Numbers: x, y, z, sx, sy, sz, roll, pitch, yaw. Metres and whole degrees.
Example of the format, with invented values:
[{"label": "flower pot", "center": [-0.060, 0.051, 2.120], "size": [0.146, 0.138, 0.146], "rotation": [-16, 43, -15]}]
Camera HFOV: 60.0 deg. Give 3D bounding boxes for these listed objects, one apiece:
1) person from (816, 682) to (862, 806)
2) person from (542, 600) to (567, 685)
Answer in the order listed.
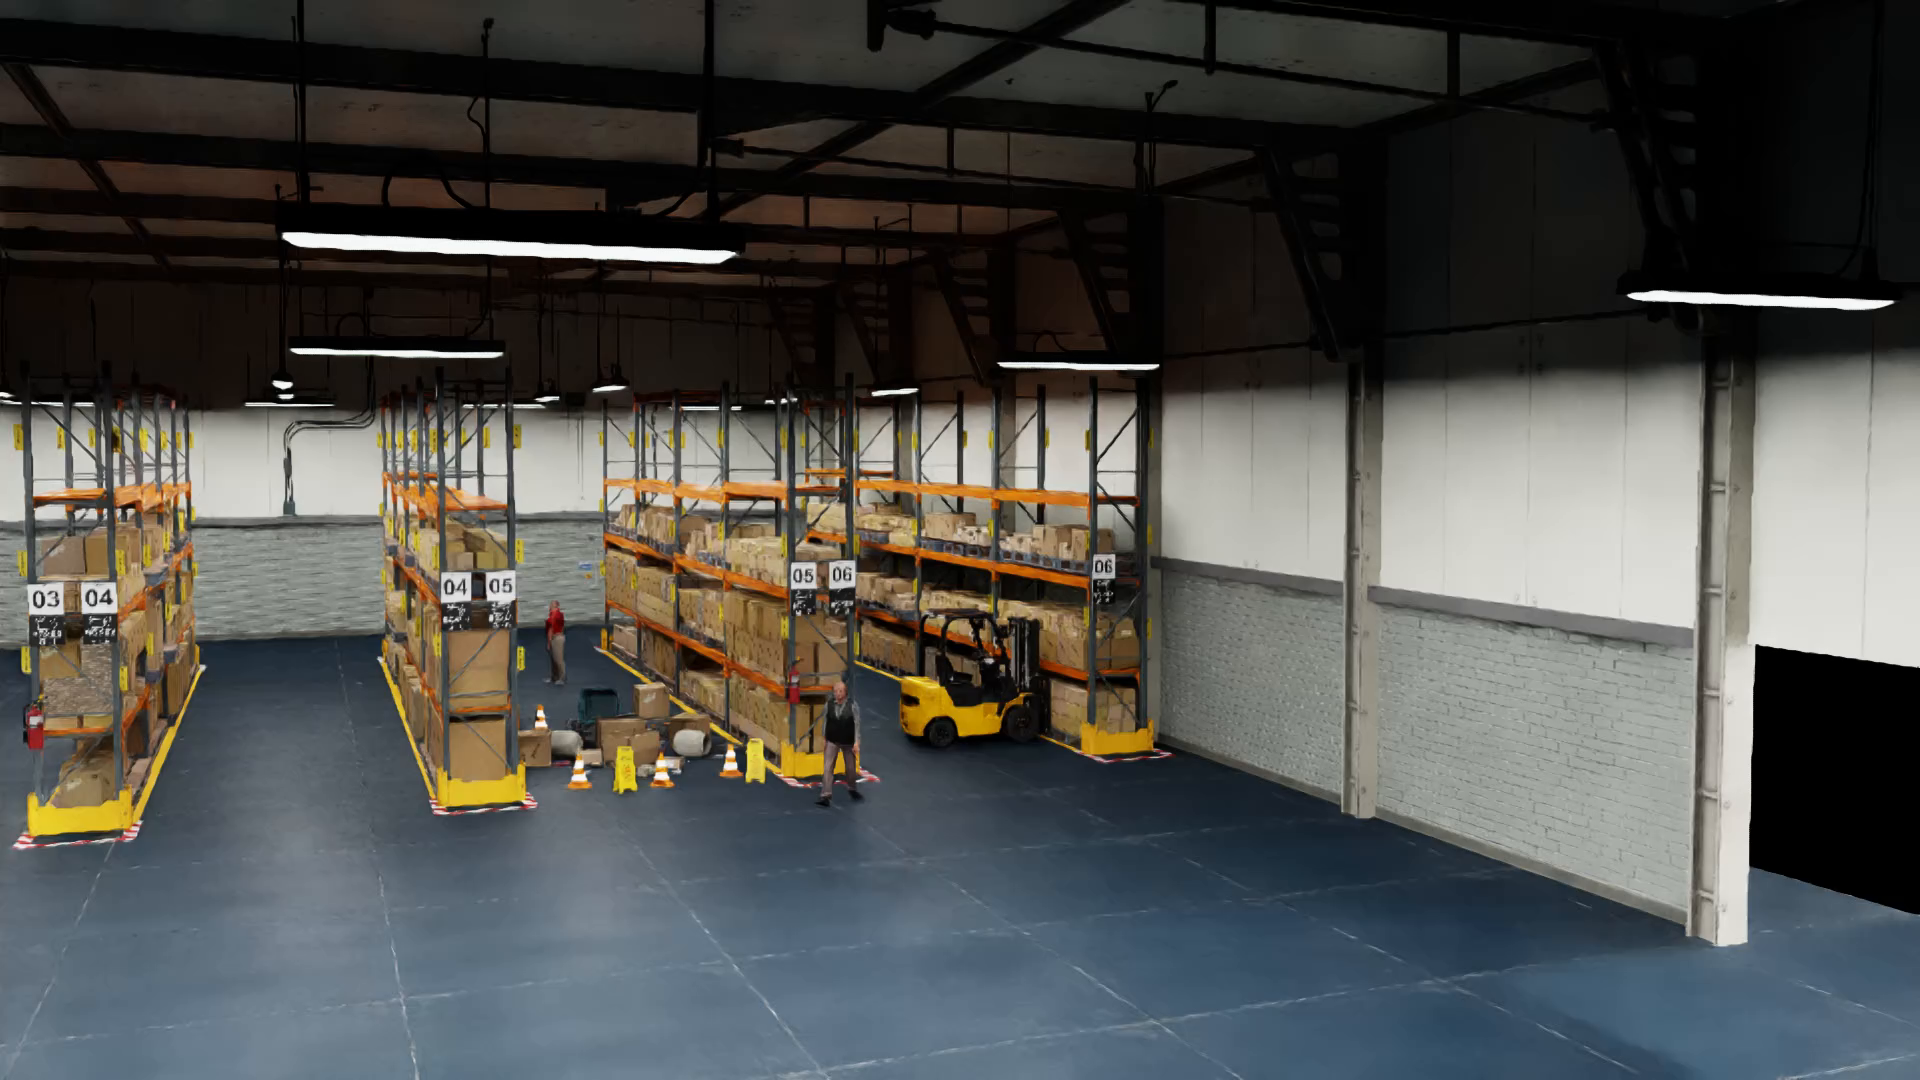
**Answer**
[{"label": "person", "center": [-1.642, 2.786, 22.899], "size": [0.578, 1.681, 0.934], "rotation": [0, 3, 6]}, {"label": "person", "center": [-8.318, 2.077, 34.068], "size": [0.593, 1.719, 0.651], "rotation": [0, 3, 3]}]
